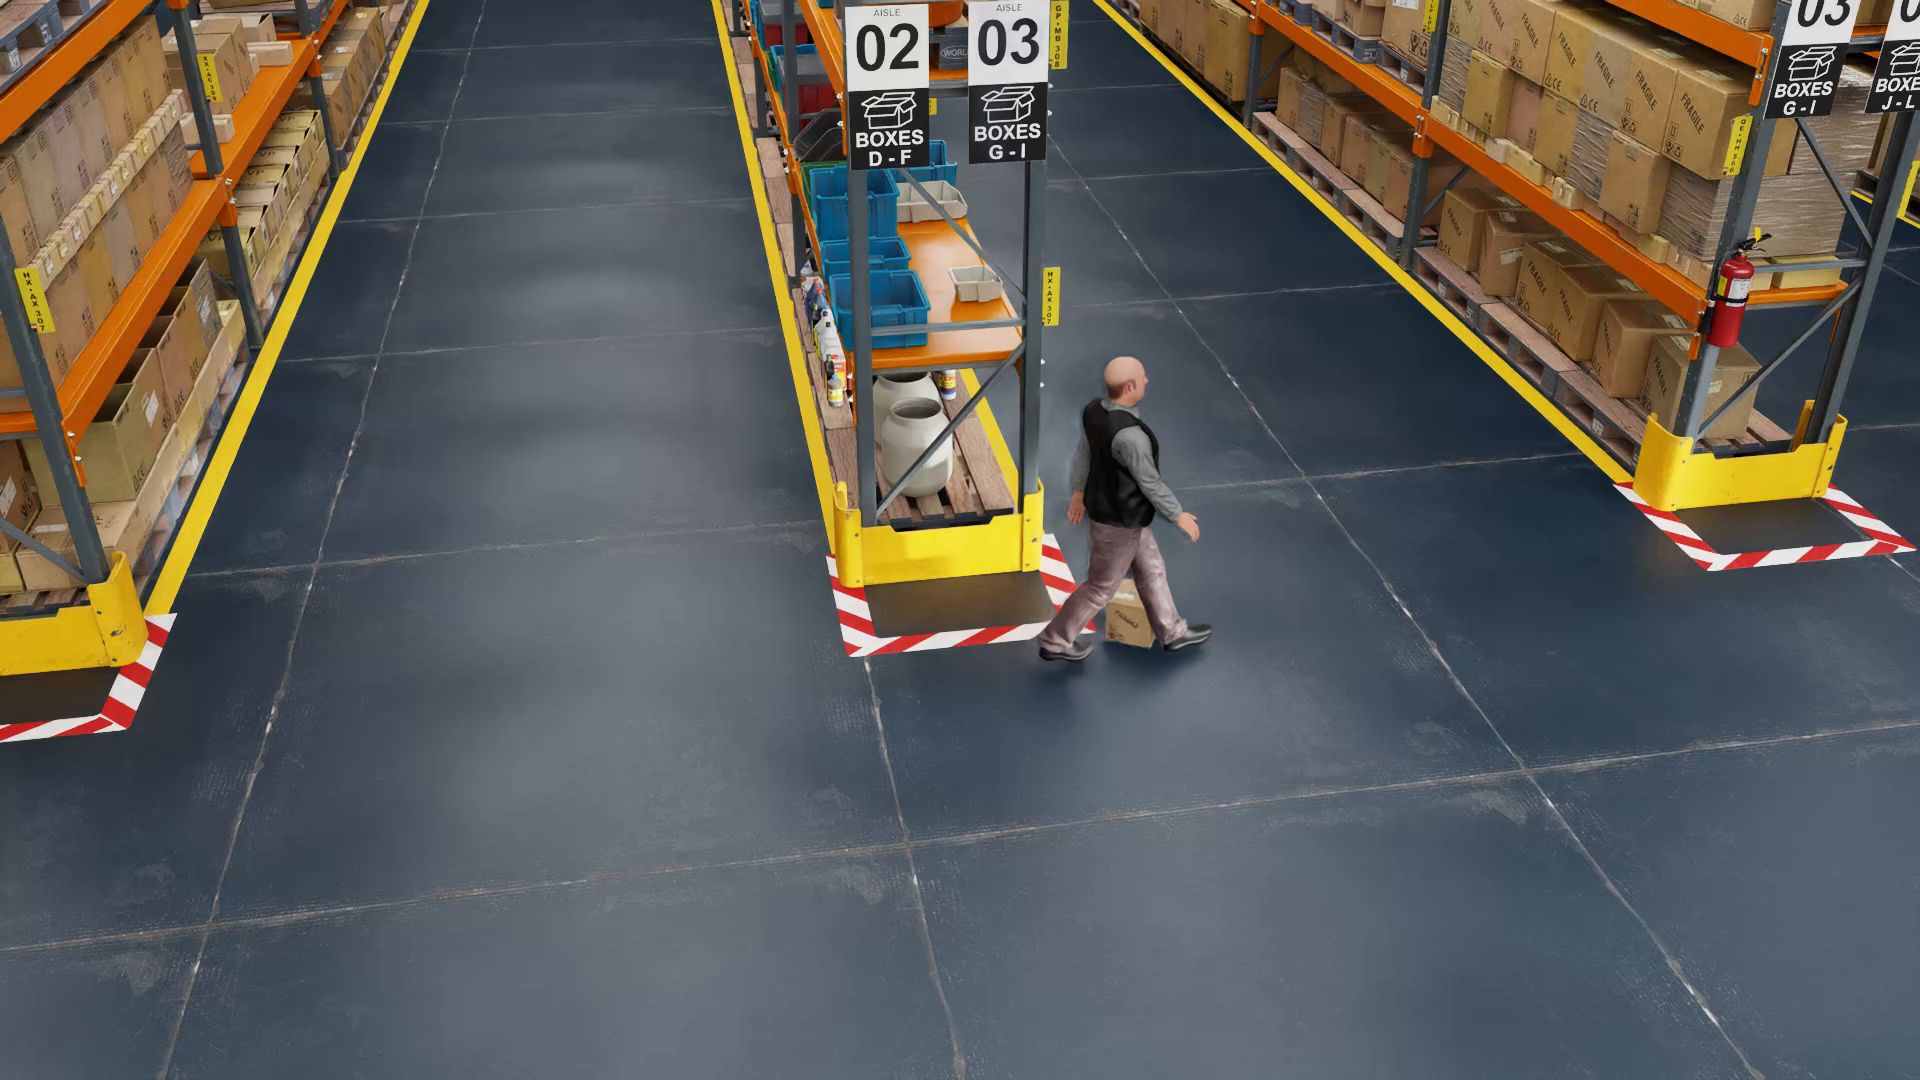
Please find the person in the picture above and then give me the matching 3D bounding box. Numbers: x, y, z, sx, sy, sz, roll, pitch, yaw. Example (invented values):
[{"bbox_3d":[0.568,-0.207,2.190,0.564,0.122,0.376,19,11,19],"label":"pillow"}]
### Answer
[{"bbox_3d":[0.871,-0.141,8.391,0.973,1.669,0.596,-5,31,-9],"label":"person"}]
